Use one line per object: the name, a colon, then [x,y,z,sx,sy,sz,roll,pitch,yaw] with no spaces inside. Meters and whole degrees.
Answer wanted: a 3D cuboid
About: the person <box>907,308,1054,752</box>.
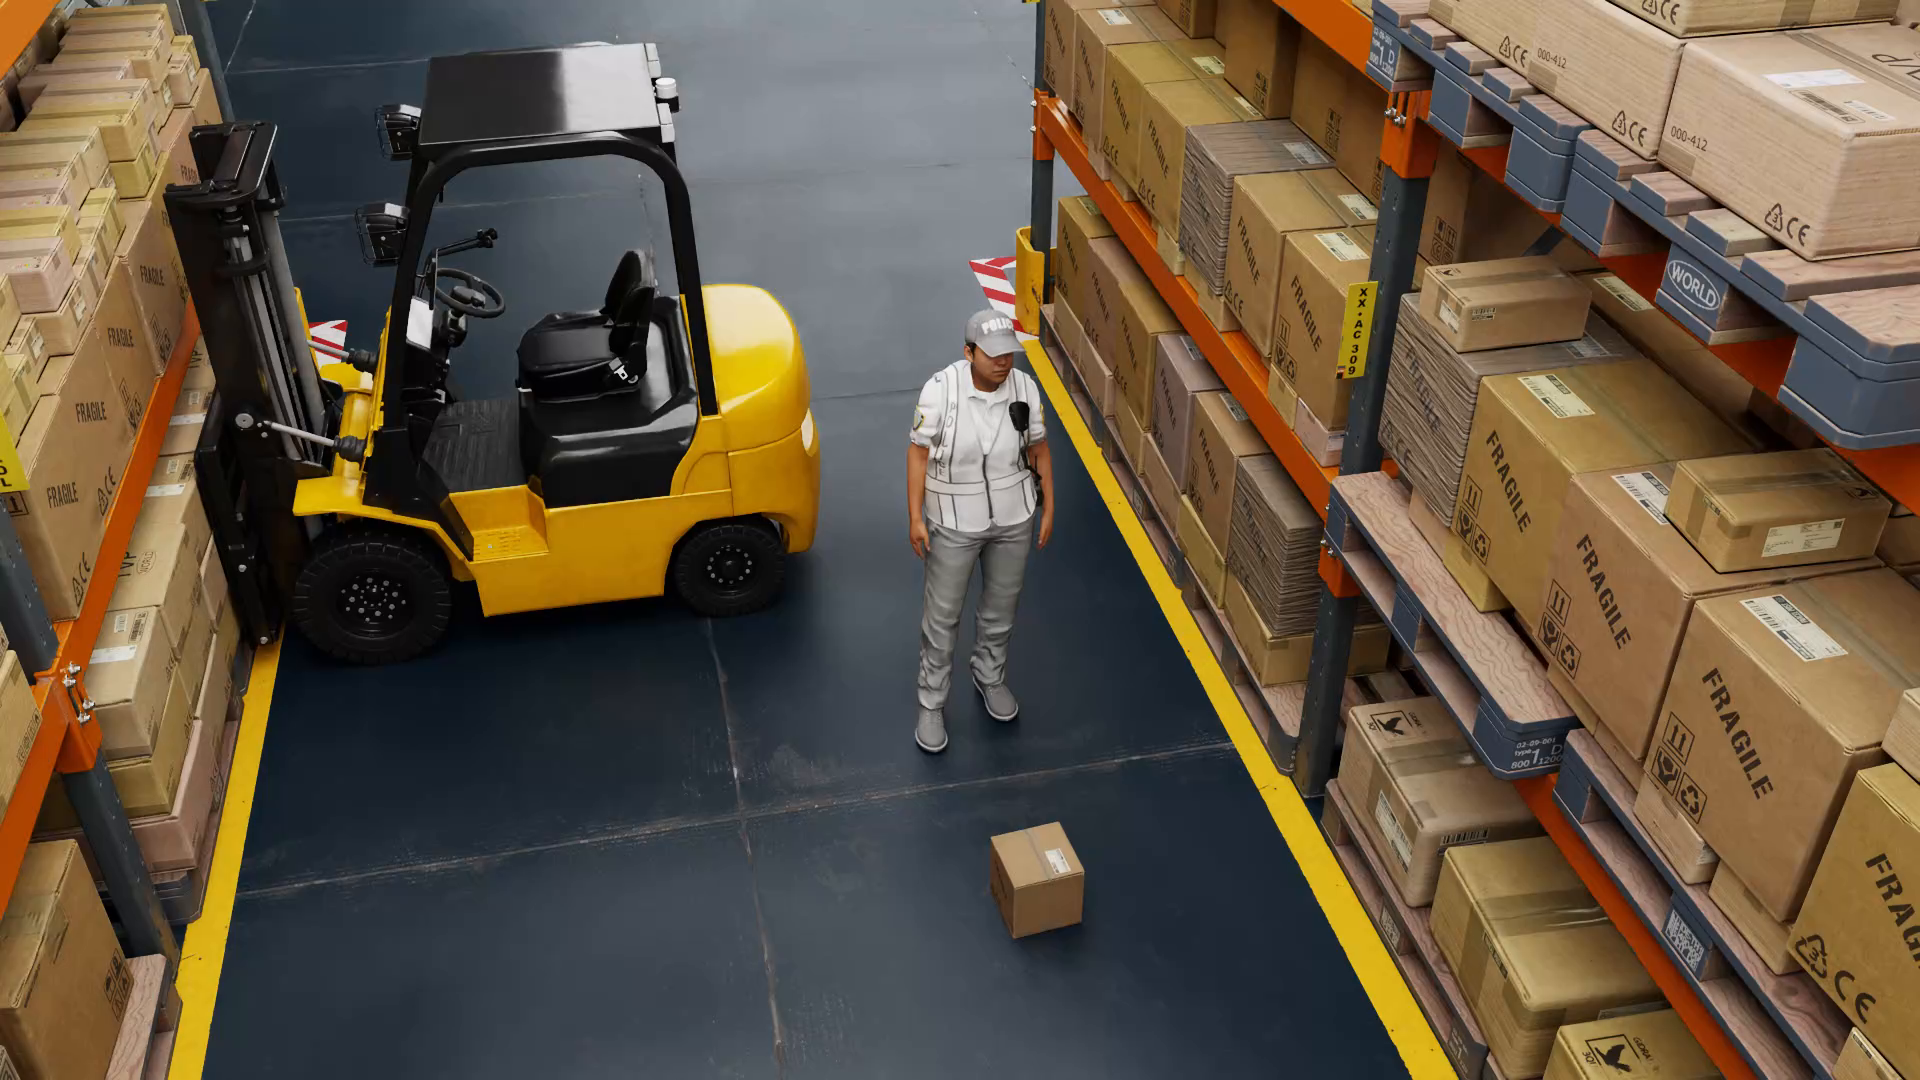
person: [0.078,-0.040,6.179,0.597,1.670,0.529,-8,35,-11]
